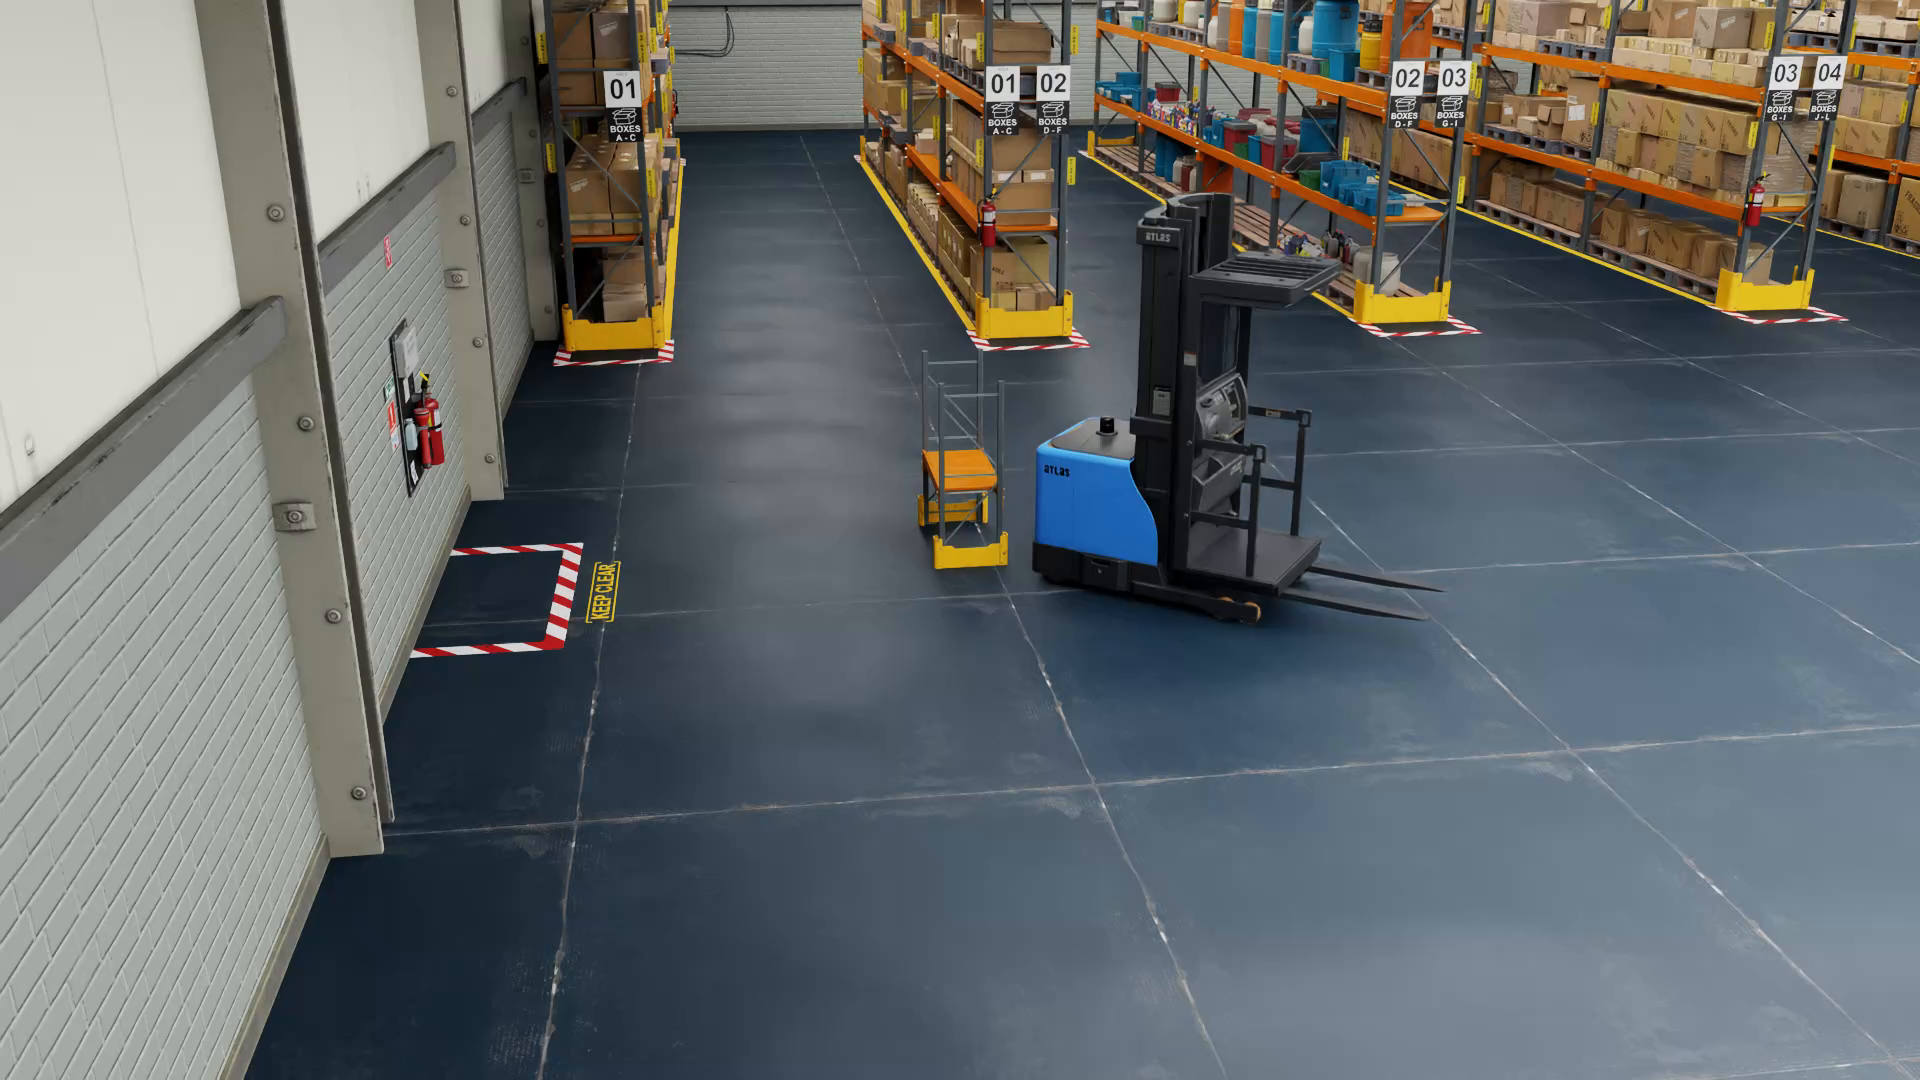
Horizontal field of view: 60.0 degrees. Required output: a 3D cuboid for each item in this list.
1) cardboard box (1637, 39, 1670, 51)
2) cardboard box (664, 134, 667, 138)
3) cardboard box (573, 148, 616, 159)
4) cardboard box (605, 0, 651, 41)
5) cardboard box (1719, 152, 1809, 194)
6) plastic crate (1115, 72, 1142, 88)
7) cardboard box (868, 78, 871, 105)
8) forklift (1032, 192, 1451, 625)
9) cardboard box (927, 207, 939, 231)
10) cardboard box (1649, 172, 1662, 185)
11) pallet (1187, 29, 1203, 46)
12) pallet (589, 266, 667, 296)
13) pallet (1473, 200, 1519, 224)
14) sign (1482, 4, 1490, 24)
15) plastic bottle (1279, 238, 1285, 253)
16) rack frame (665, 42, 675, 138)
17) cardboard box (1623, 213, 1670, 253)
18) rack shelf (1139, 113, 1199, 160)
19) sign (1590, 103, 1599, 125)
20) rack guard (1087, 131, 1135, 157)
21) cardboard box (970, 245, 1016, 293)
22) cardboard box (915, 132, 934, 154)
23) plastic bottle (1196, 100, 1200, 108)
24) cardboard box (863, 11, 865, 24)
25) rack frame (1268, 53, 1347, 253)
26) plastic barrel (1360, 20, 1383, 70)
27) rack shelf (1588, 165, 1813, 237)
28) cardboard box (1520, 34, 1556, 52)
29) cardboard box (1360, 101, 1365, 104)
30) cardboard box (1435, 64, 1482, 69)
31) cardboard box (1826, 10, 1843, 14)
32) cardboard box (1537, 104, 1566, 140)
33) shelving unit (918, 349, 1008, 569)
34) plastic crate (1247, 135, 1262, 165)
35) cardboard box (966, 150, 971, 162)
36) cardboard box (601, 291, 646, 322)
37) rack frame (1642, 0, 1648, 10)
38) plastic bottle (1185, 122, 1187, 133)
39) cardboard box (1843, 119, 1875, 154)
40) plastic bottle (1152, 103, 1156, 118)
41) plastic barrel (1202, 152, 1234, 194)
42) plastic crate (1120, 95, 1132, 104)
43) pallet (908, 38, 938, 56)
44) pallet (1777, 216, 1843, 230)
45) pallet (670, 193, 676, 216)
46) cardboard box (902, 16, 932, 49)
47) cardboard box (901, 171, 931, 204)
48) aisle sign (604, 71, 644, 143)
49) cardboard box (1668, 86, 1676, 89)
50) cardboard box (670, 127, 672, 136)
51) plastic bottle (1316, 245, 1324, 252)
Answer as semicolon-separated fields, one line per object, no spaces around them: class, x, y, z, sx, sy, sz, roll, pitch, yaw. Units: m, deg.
cardboard box;9.874;-7.047;23.654;0.380;0.149;0.250;-3;21;-7
cardboard box;-5.074;-6.674;27.629;0.380;0.149;0.250;-2;21;-6
cardboard box;-4.612;-4.674;21.057;0.500;0.500;0.500;-3;21;-7
cardboard box;-4.266;-6.668;21.393;0.500;0.500;0.500;-2;21;-5
cardboard box;10.533;-4.830;21.794;0.875;0.500;0.500;-3;21;-8
plastic crate;3.610;-9.680;35.211;0.616;0.435;0.499;-3;21;-8
cardboard box;-1.573;-9.021;33.440;0.500;0.500;0.500;-3;21;-8
forklift;2.099;-0.968;12.118;3.031;2.935;1.130;11;23;27
cardboard box;-0.218;-4.816;24.851;0.500;0.311;0.500;-2;21;-6
cardboard box;9.971;-5.111;23.473;0.380;0.149;0.250;-3;21;-8
pallet;4.517;-8.559;28.328;1.003;0.211;1.213;-3;21;-8
pallet;-4.565;-3.551;22.921;1.003;0.211;1.213;-3;21;-8
pallet;9.543;-5.645;28.529;1.003;0.211;1.213;-3;21;-8
sign;8.881;-8.882;28.070;0.100;0.325;0.005;-3;21;-8
plastic bottle;4.734;-4.315;24.353;0.097;0.201;0.097;0;20;0
rack frame;-6.426;-9.243;34.175;1.000;3.000;0.127;-3;21;-8
cardboard box;10.116;-4.525;24.516;0.500;0.500;0.500;4;21;9
rack shelf;4.242;-7.328;30.077;1.077;0.370;4.000;-3;21;-8
sign;9.459;-6.351;24.777;0.100;0.325;0.005;-3;21;-8
rack guard;3.361;-8.579;35.971;1.175;0.500;0.348;-3;21;-8
cardboard box;0.410;-3.385;20.749;0.500;0.500;0.500;-3;21;-8
cardboard box;-0.435;-6.363;26.592;0.500;0.311;0.500;-3;21;-8
plastic bottle;4.437;-7.969;30.835;0.144;0.351;0.185;-3;21;-8
cardboard box;-1.703;-10.638;33.839;0.500;0.250;0.500;-3;21;-8
rack frame;5.107;-5.588;24.389;1.000;3.000;0.127;-3;21;-8
plastic barrel;5.394;-6.281;21.090;0.600;0.588;0.600;0;20;0
rack shelf;10.296;-4.808;23.330;1.077;0.370;4.000;-3;21;-8
cardboard box;9.405;-8.026;26.846;0.500;0.250;0.500;-2;21;-7
cardboard box;8.338;-8.935;33.710;0.380;0.149;0.250;-3;21;-7
cardboard box;9.148;-8.451;30.478;0.797;0.503;0.637;-2;21;-6
cardboard box;14.802;-8.698;27.814;0.500;0.311;0.500;-3;21;-8
cardboard box;9.667;-6.678;26.561;0.797;0.503;0.637;-1;20;-2
shelving unit;0.011;-0.676;13.383;0.587;1.500;1.083;-3;21;-8
plastic crate;4.640;-5.946;25.373;0.392;0.384;0.575;-3;21;-8
cardboard box;0.279;-5.051;21.882;0.380;0.149;0.250;-3;21;-8
cardboard box;-4.131;-2.894;20.390;0.500;0.311;0.500;-5;21;-14
rack frame;13.778;-11.633;32.001;1.000;3.000;0.127;-3;21;-8
plastic bottle;3.976;-7.220;29.043;0.097;0.201;0.097;0;20;0
cardboard box;14.518;-6.441;26.533;0.500;0.500;0.500;-3;21;-8
plastic bottle;3.652;-8.030;31.112;0.097;0.271;0.097;0;20;0
plastic barrel;4.443;-6.321;28.855;0.600;0.830;0.708;-3;21;-8
plastic crate;3.405;-8.850;33.415;0.293;0.136;0.466;-3;21;-8
pallet;-0.186;-7.810;26.323;1.213;0.211;1.003;-2;21;-5
pallet;14.566;-5.433;27.961;1.003;0.211;1.213;-3;21;-8
pallet;-5.485;-5.865;29.117;1.003;0.211;1.213;-3;21;-8
cardboard box;-0.468;-8.325;27.289;0.910;0.500;0.500;-3;21;-8
cardboard box;-0.739;-6.071;28.627;0.500;0.500;0.500;-2;21;-6
aisle sign;-3.813;-4.911;18.862;0.394;0.787;0.004;-3;21;-8
cardboard box;13.567;-8.573;31.291;0.380;0.149;0.250;-2;21;-6
cardboard box;-5.990;-8.211;33.459;0.380;0.149;0.250;-2;21;-6
plastic bottle;5.044;-4.021;23.459;0.152;0.276;0.135;-3;21;-8
